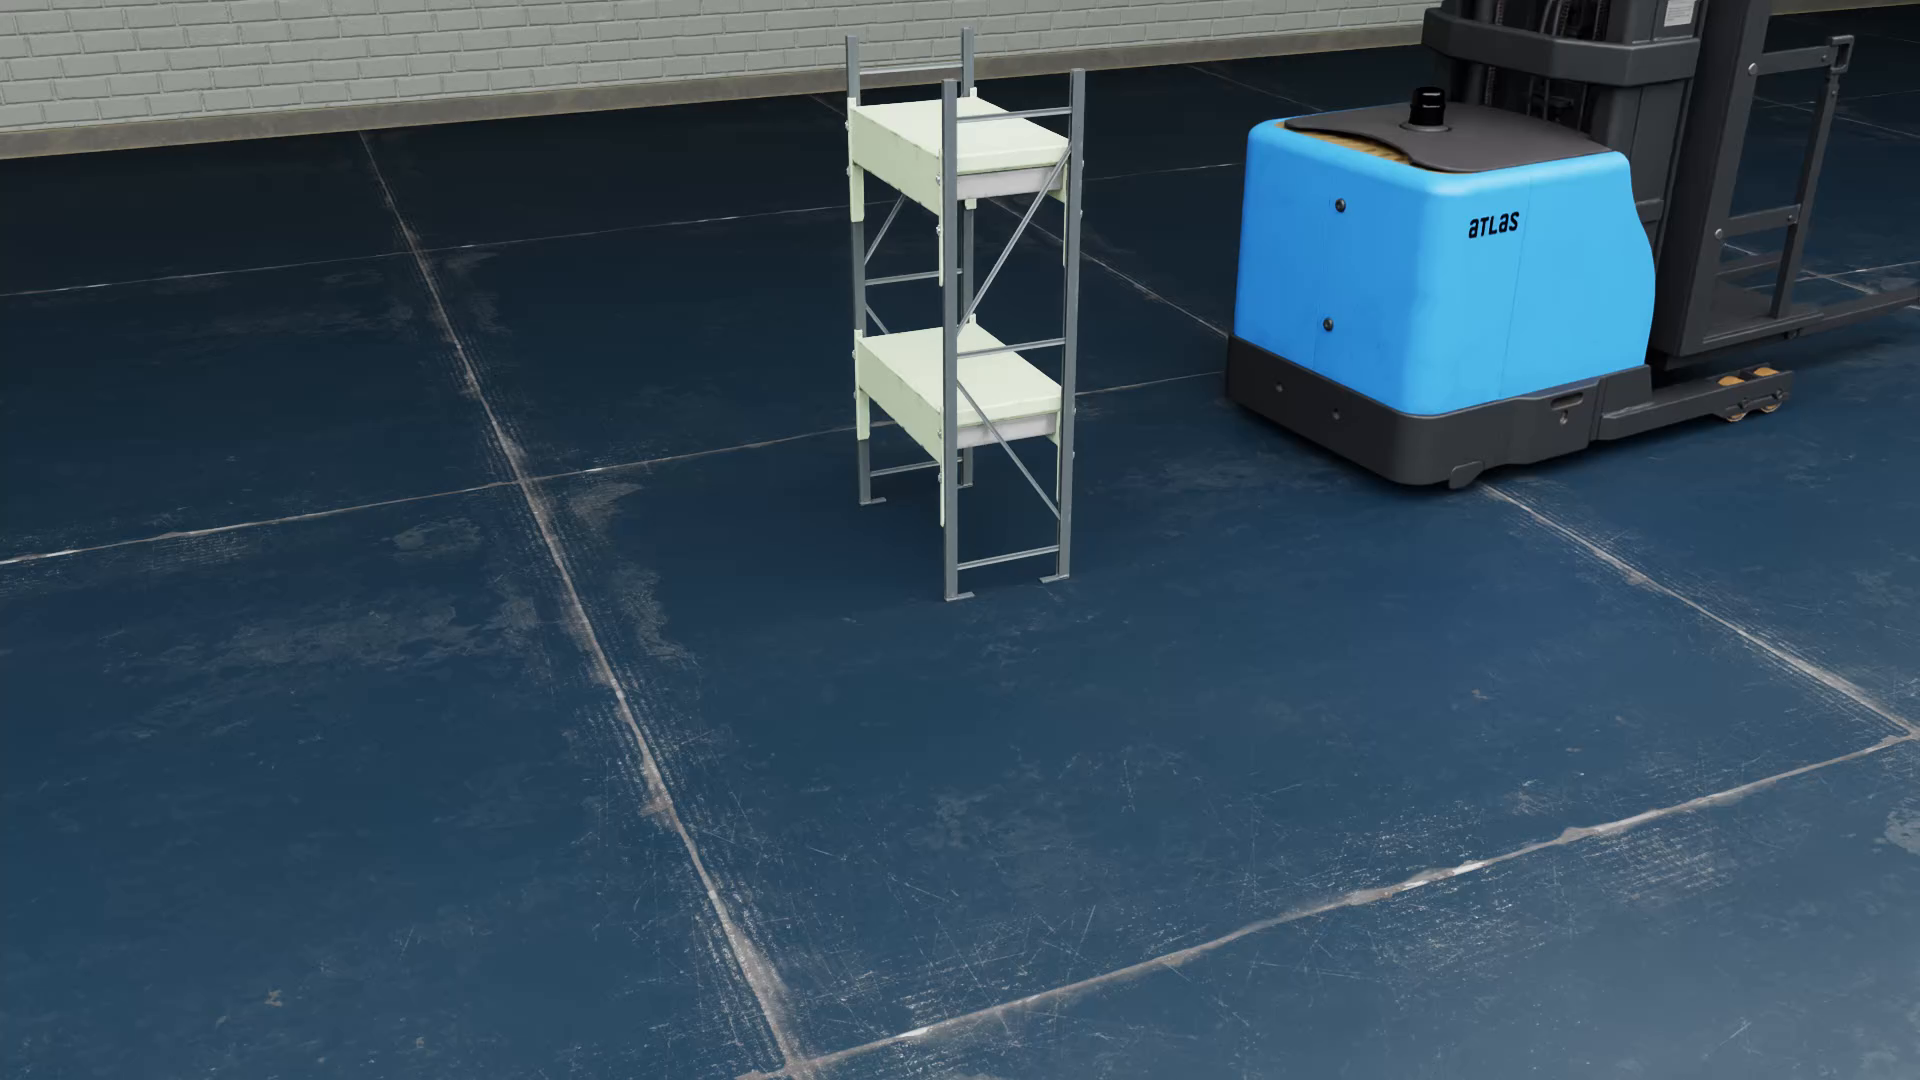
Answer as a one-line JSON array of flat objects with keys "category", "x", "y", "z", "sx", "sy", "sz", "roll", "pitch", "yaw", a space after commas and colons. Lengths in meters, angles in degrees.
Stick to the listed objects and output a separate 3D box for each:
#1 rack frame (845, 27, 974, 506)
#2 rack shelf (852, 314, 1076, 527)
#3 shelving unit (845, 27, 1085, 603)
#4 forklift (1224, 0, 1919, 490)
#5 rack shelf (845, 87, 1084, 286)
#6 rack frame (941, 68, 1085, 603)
[{"category": "rack frame", "x": -0.146, "y": -0.824, "z": 5.229, "sx": 0.400, "sy": 1.500, "sz": 0.023, "roll": -11, "pitch": 28, "yaw": -21}, {"category": "rack shelf", "x": -0.003, "y": -0.384, "z": 5.070, "sx": 0.431, "sy": 0.370, "sz": 0.720, "roll": -11, "pitch": 28, "yaw": -21}, {"category": "shelving unit", "x": -0.003, "y": -0.677, "z": 4.926, "sx": 0.431, "sy": 1.500, "sz": 0.755, "roll": -11, "pitch": 28, "yaw": -21}, {"category": "forklift", "x": 2.526, "y": -1.940, "z": 5.882, "sx": 3.031, "sy": 2.935, "sz": 1.130, "roll": -14, "pitch": 29, "yaw": -26}, {"category": "rack shelf", "x": -0.003, "y": -1.027, "z": 4.755, "sx": 0.431, "sy": 0.370, "sz": 0.720, "roll": -11, "pitch": 28, "yaw": -21}, {"category": "rack frame", "x": 0.141, "y": -0.529, "z": 4.624, "sx": 0.400, "sy": 1.500, "sz": 0.023, "roll": -11, "pitch": 28, "yaw": -21}]
